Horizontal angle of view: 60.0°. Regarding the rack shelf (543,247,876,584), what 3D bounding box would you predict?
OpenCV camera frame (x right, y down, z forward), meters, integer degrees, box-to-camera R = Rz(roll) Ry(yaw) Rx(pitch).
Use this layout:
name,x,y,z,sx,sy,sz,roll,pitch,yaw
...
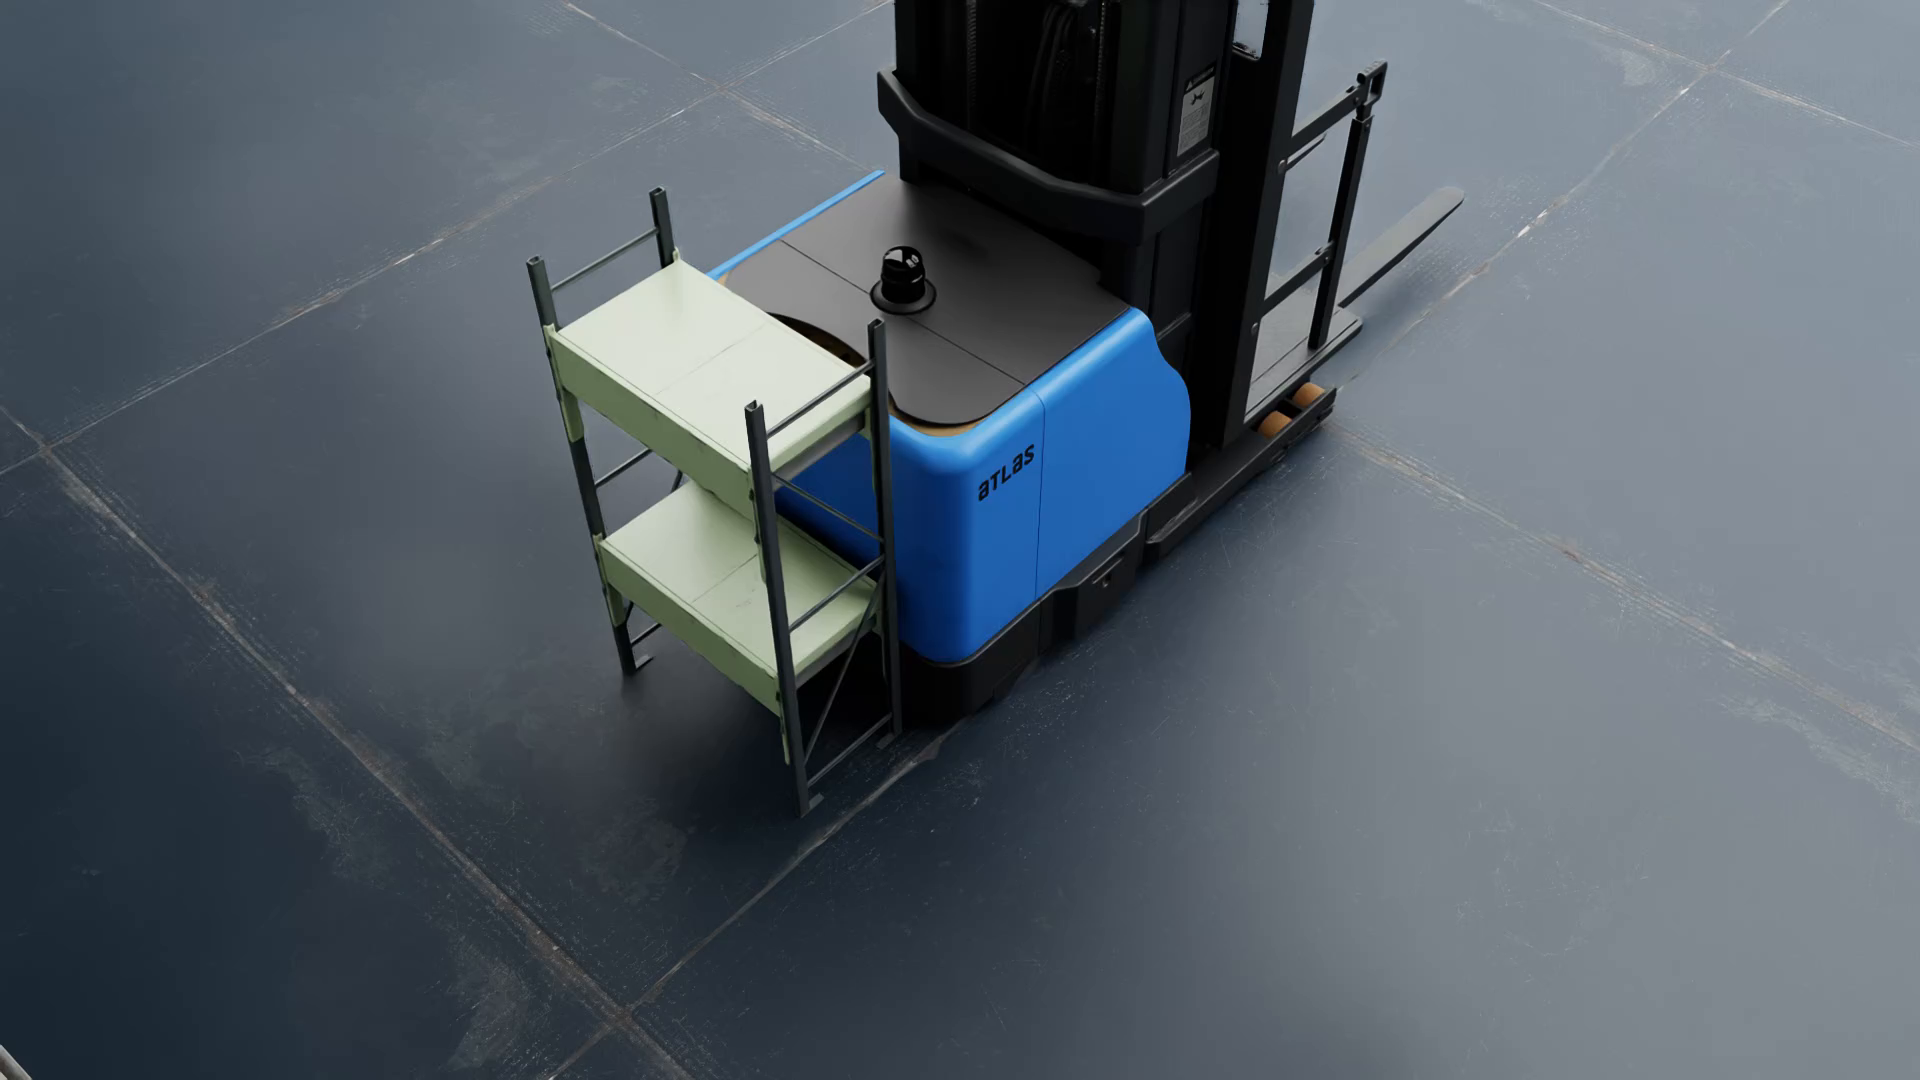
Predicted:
name,x,y,z,sx,sy,sz,roll,pitch,yaw
rack shelf,-0.577,-0.312,3.979,0.720,0.370,0.431,34,55,27

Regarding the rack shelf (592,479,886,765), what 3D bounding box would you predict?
name,x,y,z,sx,sy,sz,roll,pitch,yaw
rack shelf,-0.577,0.179,4.501,0.720,0.370,0.431,34,55,27

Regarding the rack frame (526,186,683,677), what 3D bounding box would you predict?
name,x,y,z,sx,sy,sz,roll,pitch,yaw
rack frame,-0.847,-0.224,4.432,0.023,1.500,0.400,34,55,27

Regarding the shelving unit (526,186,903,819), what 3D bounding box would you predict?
name,x,y,z,sx,sy,sz,roll,pitch,yaw
shelving unit,-0.577,-0.045,4.263,0.755,1.500,0.431,34,55,27

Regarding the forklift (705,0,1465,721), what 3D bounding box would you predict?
name,x,y,z,sx,sy,sz,roll,pitch,yaw
forklift,0.605,-1.486,4.635,1.130,2.935,3.031,34,55,27

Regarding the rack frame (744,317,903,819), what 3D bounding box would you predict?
name,x,y,z,sx,sy,sz,roll,pitch,yaw
rack frame,-0.306,0.135,4.094,0.023,1.500,0.400,34,55,27
